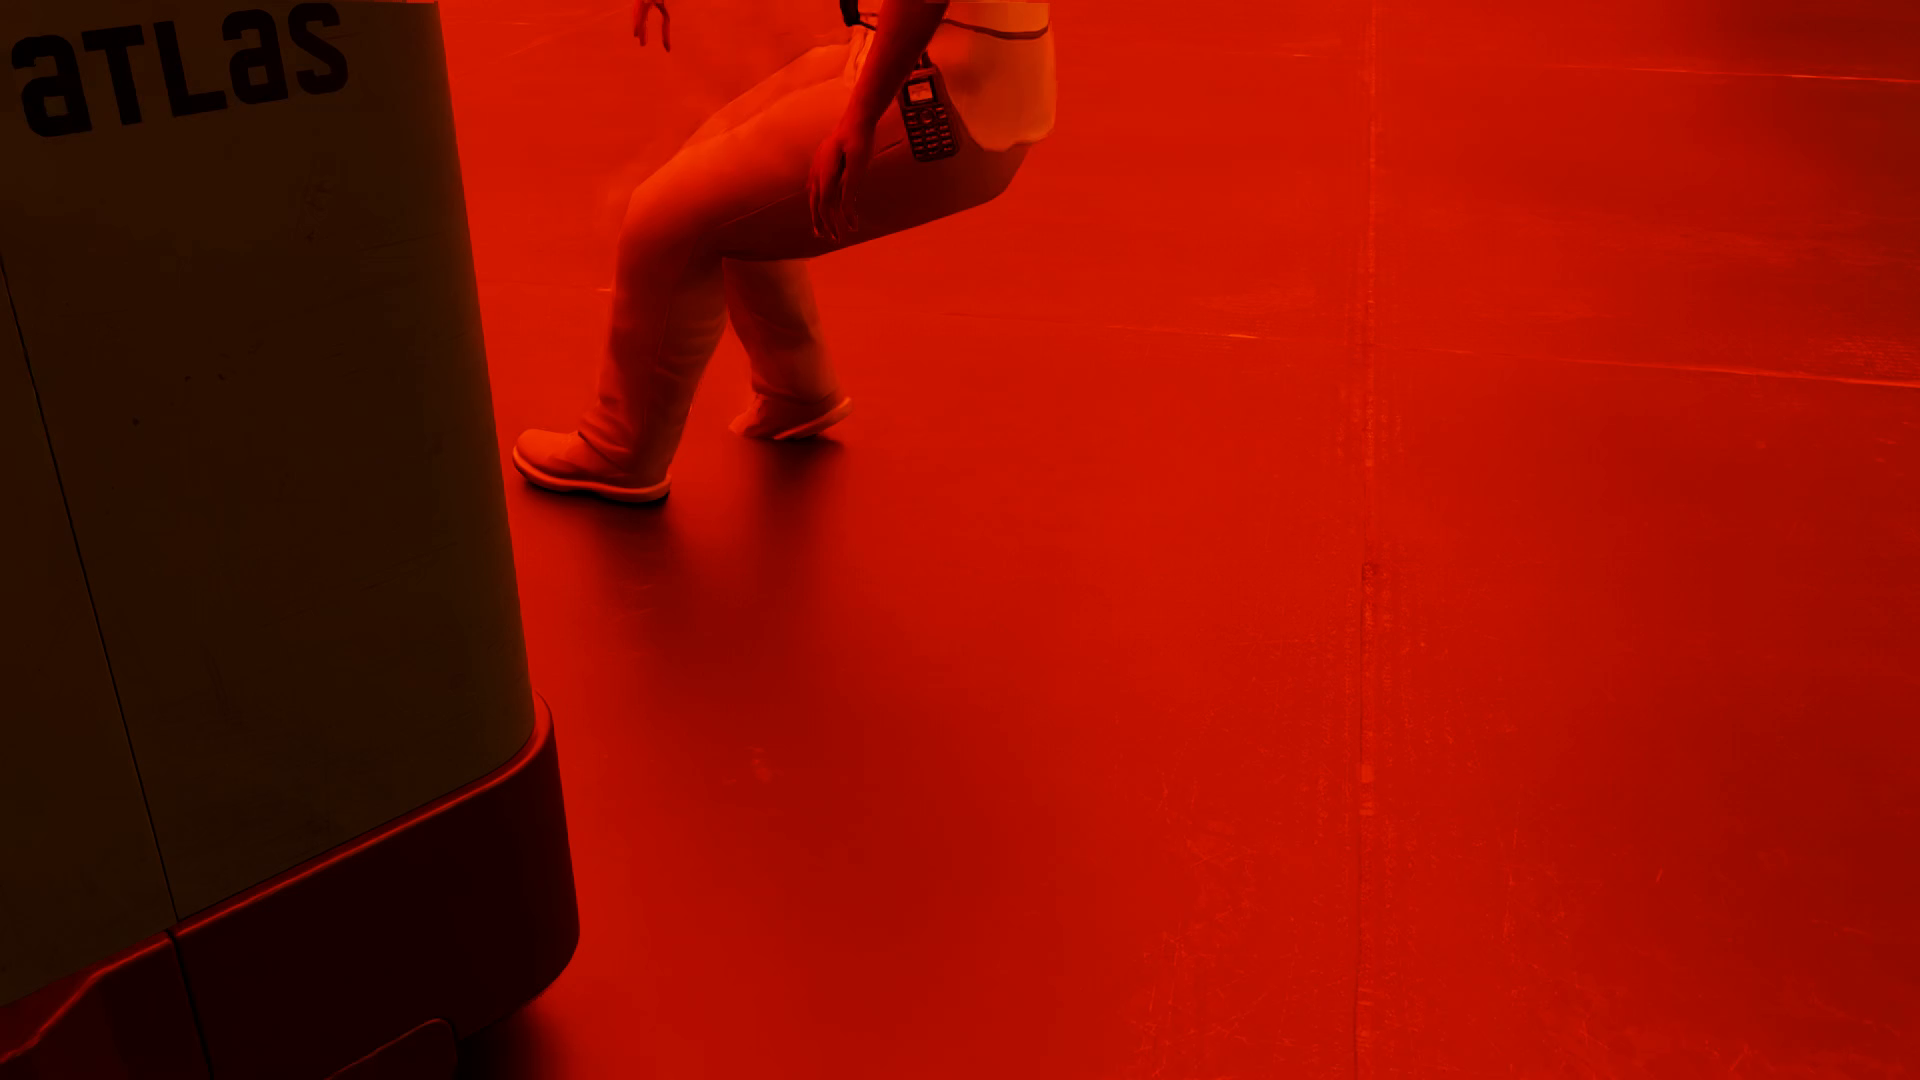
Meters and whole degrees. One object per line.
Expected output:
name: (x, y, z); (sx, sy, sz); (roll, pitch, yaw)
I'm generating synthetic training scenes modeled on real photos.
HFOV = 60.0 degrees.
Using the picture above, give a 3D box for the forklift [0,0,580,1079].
forklift: (-1.743, -0.530, 0.296); (1.130, 2.935, 3.031); (23, 35, 38)

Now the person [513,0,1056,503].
person: (-0.299, -0.659, 2.333); (0.858, 1.462, 0.726); (0, 27, 0)
